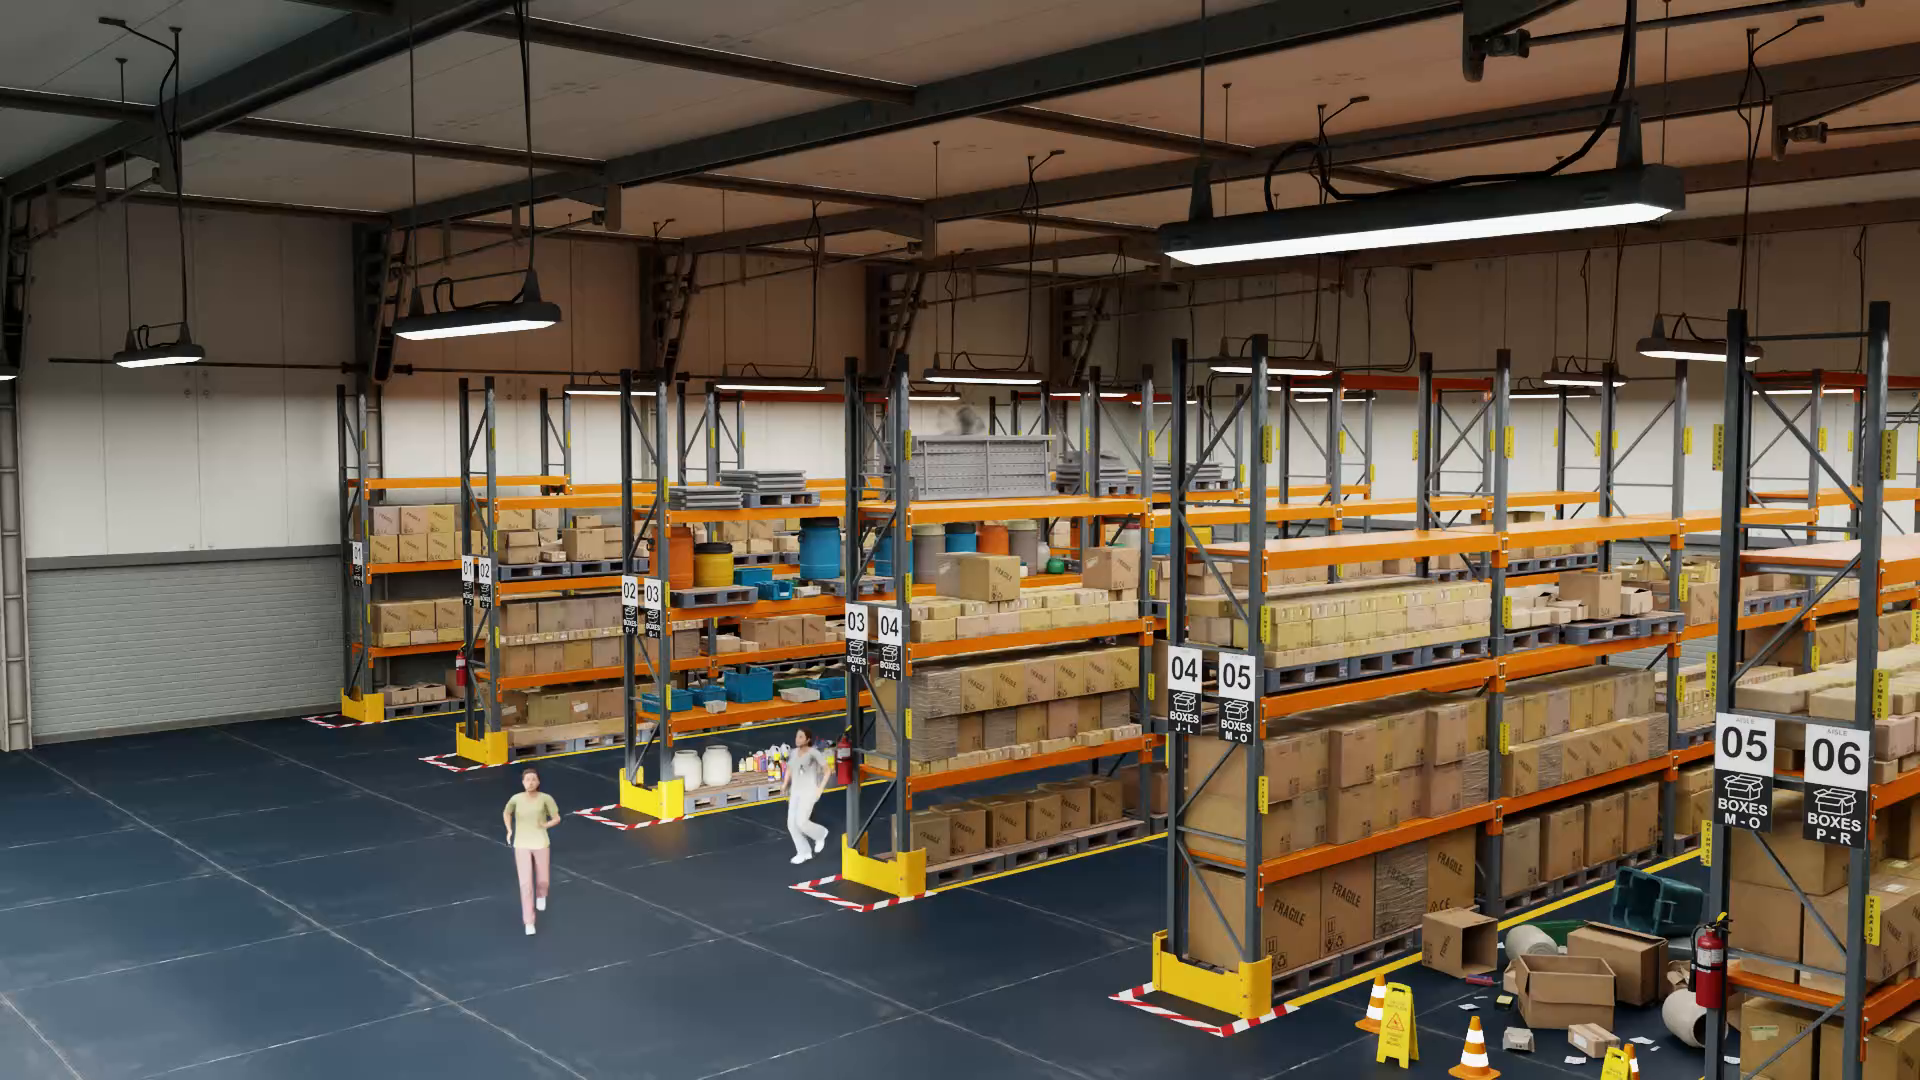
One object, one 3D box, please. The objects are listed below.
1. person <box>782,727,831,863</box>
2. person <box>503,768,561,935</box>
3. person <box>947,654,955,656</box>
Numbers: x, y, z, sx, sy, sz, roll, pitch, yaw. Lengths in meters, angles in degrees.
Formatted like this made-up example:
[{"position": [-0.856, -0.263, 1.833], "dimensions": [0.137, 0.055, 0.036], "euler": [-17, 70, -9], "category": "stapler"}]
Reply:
[{"position": [-1.842, 3.054, 19.958], "dimensions": [0.604, 1.626, 0.583], "euler": [2, 4, 34], "category": "person"}, {"position": [-4.455, 3.191, 17.309], "dimensions": [0.586, 1.645, 0.918], "euler": [-1, 4, -13], "category": "person"}, {"position": [-0.292, 2.083, 29.081], "dimensions": [0.669, 1.775, 0.806], "euler": [3, 5, 41], "category": "person"}]
